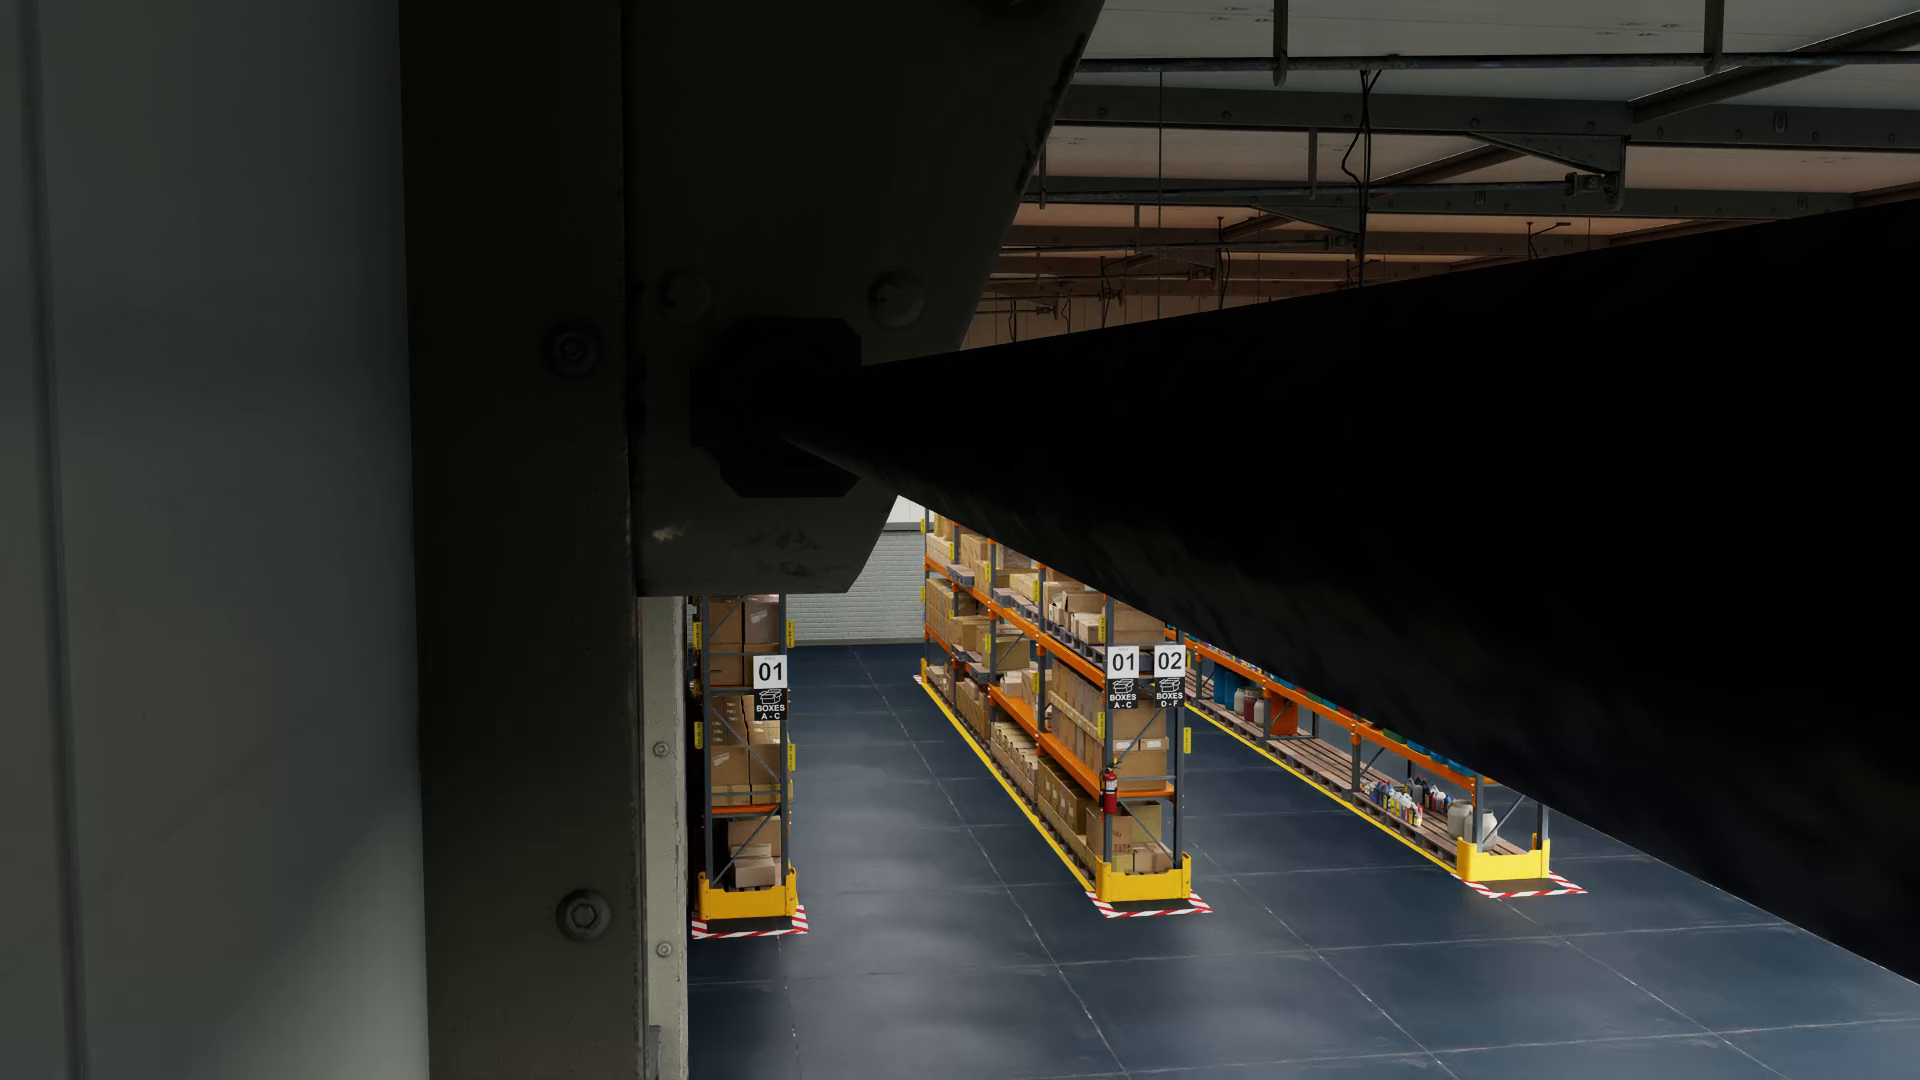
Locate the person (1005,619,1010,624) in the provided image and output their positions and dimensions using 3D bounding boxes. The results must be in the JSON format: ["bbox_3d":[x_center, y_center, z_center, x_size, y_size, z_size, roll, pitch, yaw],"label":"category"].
[{"bbox_3d":[0.897,1.978,37.536,0.812,1.632,0.679,1,5,13],"label":"person"}]
